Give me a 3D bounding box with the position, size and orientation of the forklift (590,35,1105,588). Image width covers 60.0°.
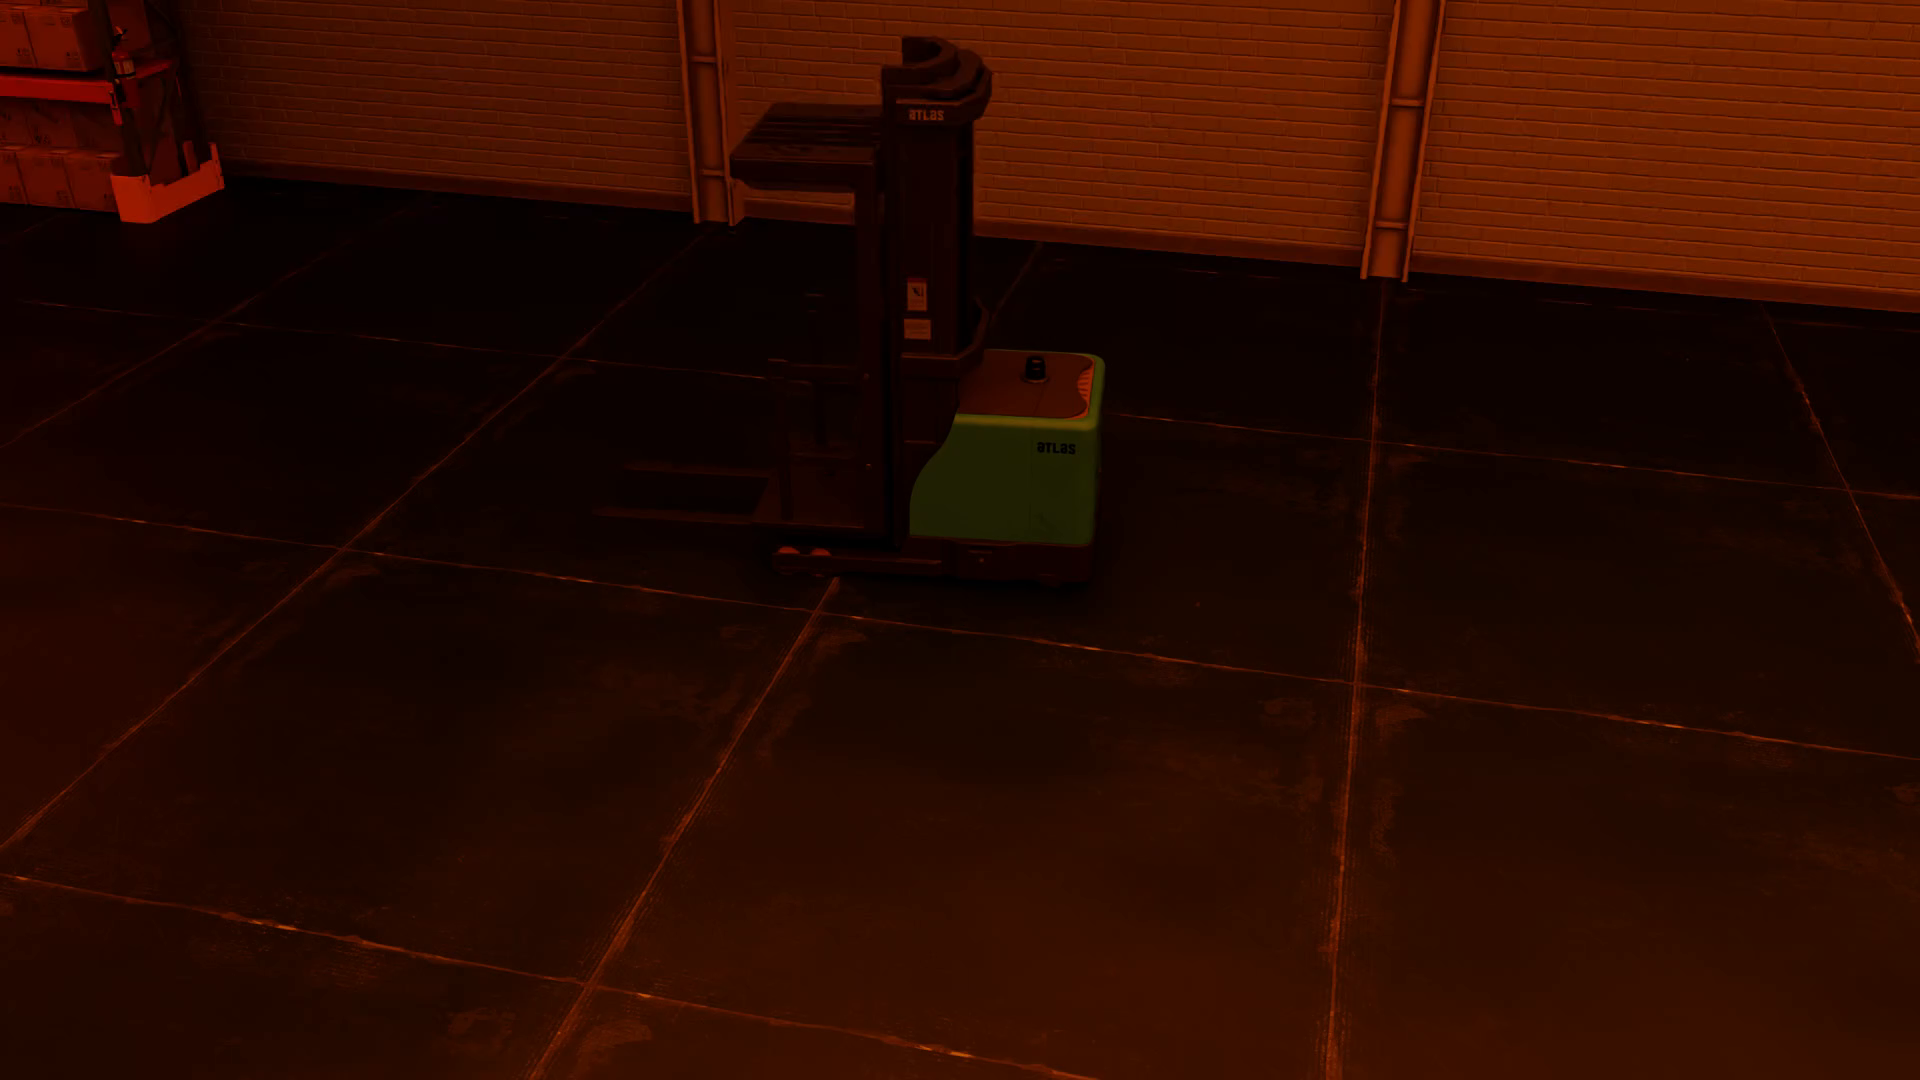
[{"bbox_3d":[-0.678,-1.310,9.482,3.031,2.935,1.130,3,30,6],"label":"forklift"}]
